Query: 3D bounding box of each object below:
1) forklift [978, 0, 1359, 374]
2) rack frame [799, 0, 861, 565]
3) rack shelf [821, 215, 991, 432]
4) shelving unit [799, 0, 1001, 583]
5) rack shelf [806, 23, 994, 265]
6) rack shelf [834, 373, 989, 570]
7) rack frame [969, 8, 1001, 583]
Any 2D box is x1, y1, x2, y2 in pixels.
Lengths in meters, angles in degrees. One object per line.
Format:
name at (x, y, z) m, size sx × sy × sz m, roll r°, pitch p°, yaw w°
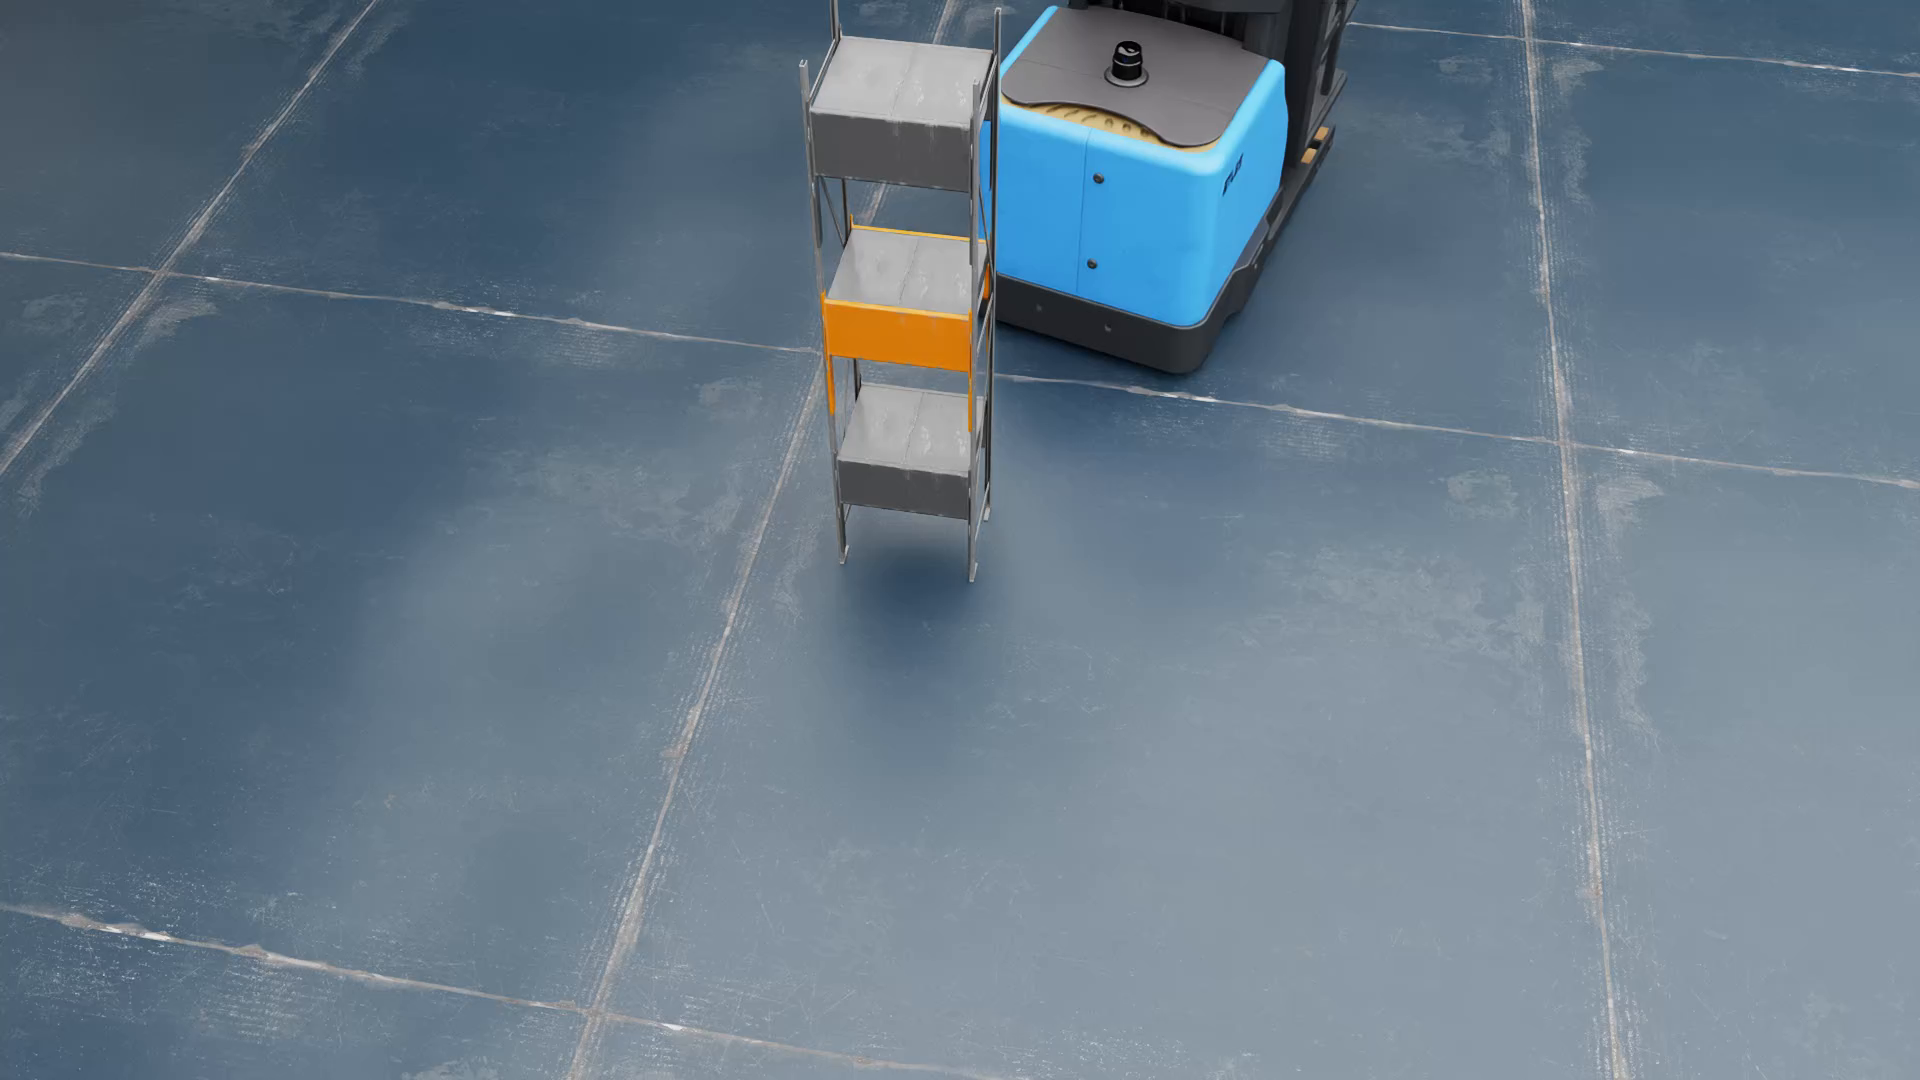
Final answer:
forklift at (1.113, -2.766, 6.765) m, size 1.130 × 2.935 × 3.031 m, roll 19°, pitch 51°, yaw 17°
rack frame at (-0.403, -0.756, 5.518) m, size 0.015 × 2.100 × 0.400 m, roll 8°, pitch 49°, yaw 7°
rack shelf at (-0.163, -0.715, 5.499) m, size 0.480 × 0.518 × 0.431 m, roll 8°, pitch 49°, yaw 7°
shelving unit at (-0.163, -0.724, 5.489) m, size 0.503 × 2.100 × 0.431 m, roll 8°, pitch 49°, yaw 7°
rack shelf at (-0.163, -1.182, 4.978) m, size 0.480 × 0.518 × 0.431 m, roll 8°, pitch 49°, yaw 7°
rack shelf at (-0.163, -0.247, 6.019) m, size 0.480 × 0.518 × 0.431 m, roll 8°, pitch 49°, yaw 7°
rack frame at (0.077, -0.691, 5.460) m, size 0.015 × 2.100 × 0.400 m, roll 8°, pitch 49°, yaw 7°
